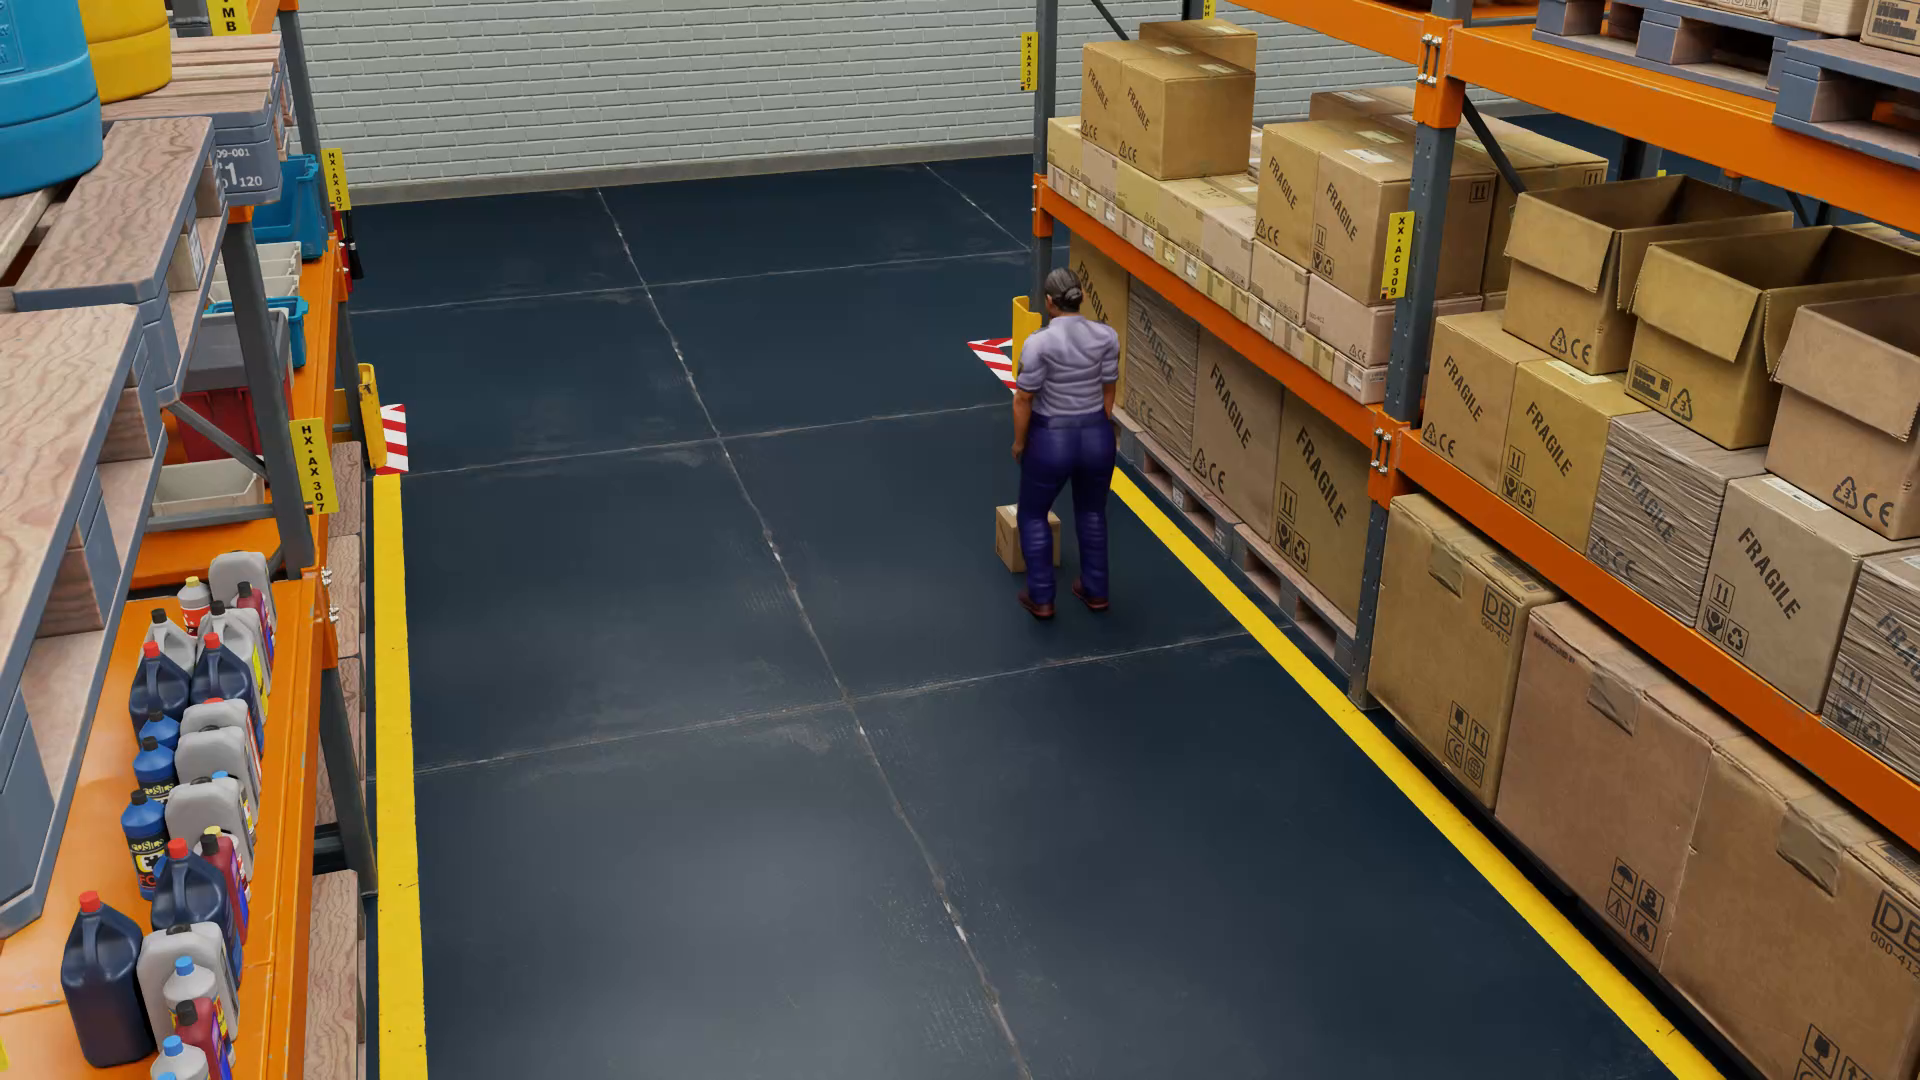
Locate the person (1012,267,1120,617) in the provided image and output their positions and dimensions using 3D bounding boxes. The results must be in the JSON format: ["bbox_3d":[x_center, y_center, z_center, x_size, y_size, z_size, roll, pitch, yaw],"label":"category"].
[{"bbox_3d":[0.468,-0.415,7.497,0.483,1.633,0.351,-8,27,-15],"label":"person"}]
